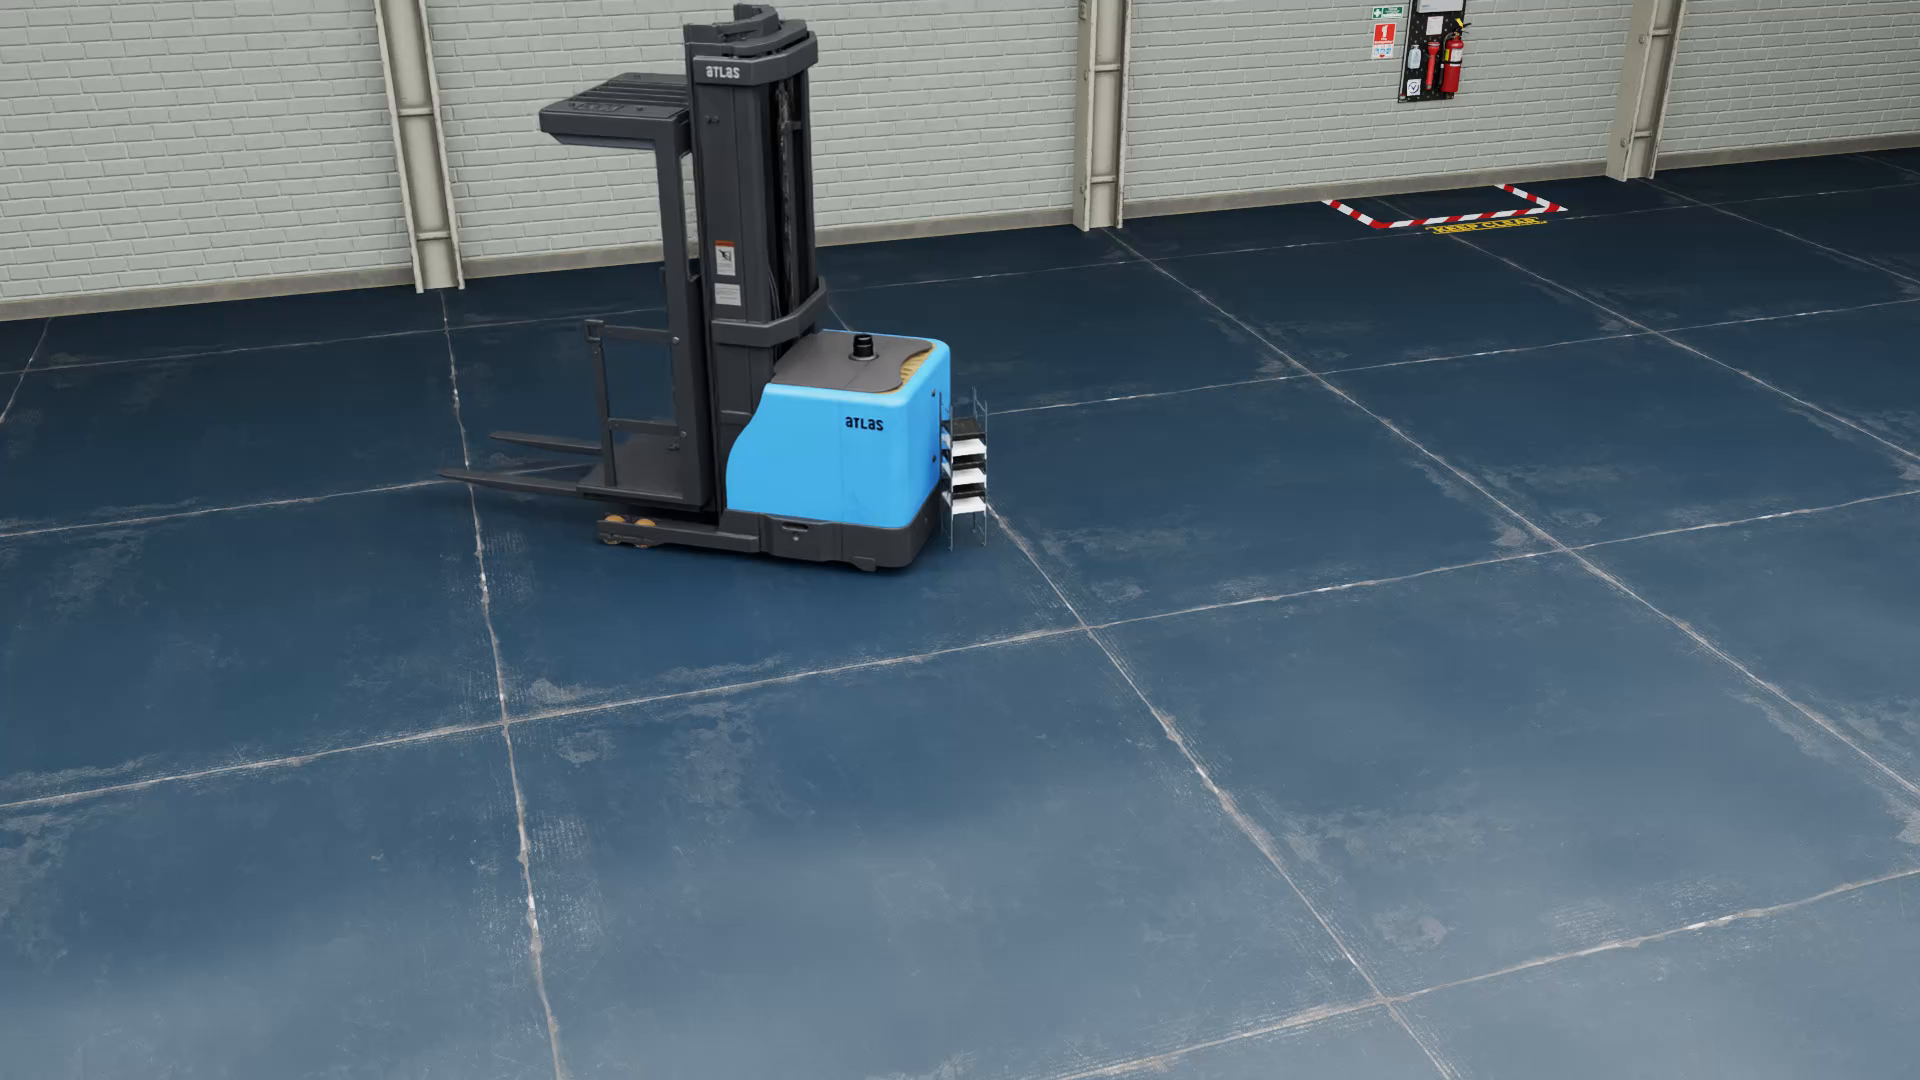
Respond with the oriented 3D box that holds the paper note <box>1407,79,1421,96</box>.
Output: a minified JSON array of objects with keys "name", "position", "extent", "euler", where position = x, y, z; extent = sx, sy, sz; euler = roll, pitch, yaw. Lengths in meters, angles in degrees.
[{"name":"paper note","position":[4.453,-4.440,16.311],"extent":[0.142,0.148,0.016],"euler":[-8,28,-16]}]

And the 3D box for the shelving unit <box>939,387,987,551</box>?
[{"name":"shelving unit","position":[0.017,-0.402,9.548],"extent":[0.210,0.900,0.258],"euler":[-7,27,-14]}]

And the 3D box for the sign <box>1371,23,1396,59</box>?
[{"name":"sign","position":[4.085,-4.813,16.032],"extent":[0.234,0.329,0.001],"euler":[-8,28,-16]}]

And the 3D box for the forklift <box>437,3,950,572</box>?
[{"name":"forklift","position":[-1.620,-1.483,9.440],"extent":[3.031,2.935,1.130],"euler":[7,27,13]}]

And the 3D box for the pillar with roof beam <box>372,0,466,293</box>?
[{"name":"pillar with roof beam","position":[-3.073,-4.369,8.430],"extent":[0.400,9.000,9.100],"euler":[-8,28,-16]}]

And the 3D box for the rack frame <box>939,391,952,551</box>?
[{"name":"rack frame","position":[-0.080,-0.390,9.523],"extent":[0.006,0.900,0.240],"euler":[-7,27,-14]}]

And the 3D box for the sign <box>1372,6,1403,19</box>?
[{"name":"sign","position":[4.092,-5.048,15.908],"extent":[0.331,0.109,0.001],"euler":[-8,28,-16]}]

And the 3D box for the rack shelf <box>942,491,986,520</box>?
[{"name":"rack shelf","position":[0.017,-0.211,9.643],"extent":[0.200,0.077,0.258],"euler":[-7,27,-14]}]

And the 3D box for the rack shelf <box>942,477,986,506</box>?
[{"name":"rack shelf","position":[0.017,-0.292,9.603],"extent":[0.200,0.077,0.258],"euler":[-7,27,-14]}]

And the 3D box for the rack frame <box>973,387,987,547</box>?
[{"name":"rack frame","position":[0.115,-0.415,9.574],"extent":[0.006,0.900,0.240],"euler":[-7,27,-14]}]

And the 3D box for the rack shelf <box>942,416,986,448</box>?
[{"name":"rack shelf","position":[0.017,-0.614,9.443],"extent":[0.200,0.077,0.258],"euler":[-7,27,-14]}]

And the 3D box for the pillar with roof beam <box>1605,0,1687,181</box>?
[{"name":"pillar with roof beam","position":[8.338,-6.021,11.758],"extent":[0.400,9.000,9.100],"euler":[-8,28,-16]}]

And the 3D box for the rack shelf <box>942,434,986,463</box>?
[{"name":"rack shelf","position":[0.017,-0.534,9.483],"extent":[0.200,0.077,0.258],"euler":[-7,27,-14]}]

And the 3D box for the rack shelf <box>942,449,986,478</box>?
[{"name":"rack shelf","position":[0.017,-0.453,9.523],"extent":[0.200,0.077,0.258],"euler":[-7,27,-14]}]

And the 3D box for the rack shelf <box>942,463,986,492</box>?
[{"name":"rack shelf","position":[0.017,-0.372,9.563],"extent":[0.200,0.077,0.258],"euler":[-7,27,-14]}]

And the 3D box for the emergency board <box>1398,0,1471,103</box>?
[{"name":"emergency board","position":[4.643,-4.830,16.106],"extent":[0.643,1.169,0.194],"euler":[-8,28,-16]}]

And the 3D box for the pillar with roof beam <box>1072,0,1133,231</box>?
[{"name":"pillar with roof beam","position":[2.632,-5.195,10.094],"extent":[0.400,9.000,9.100],"euler":[-8,28,-16]}]
